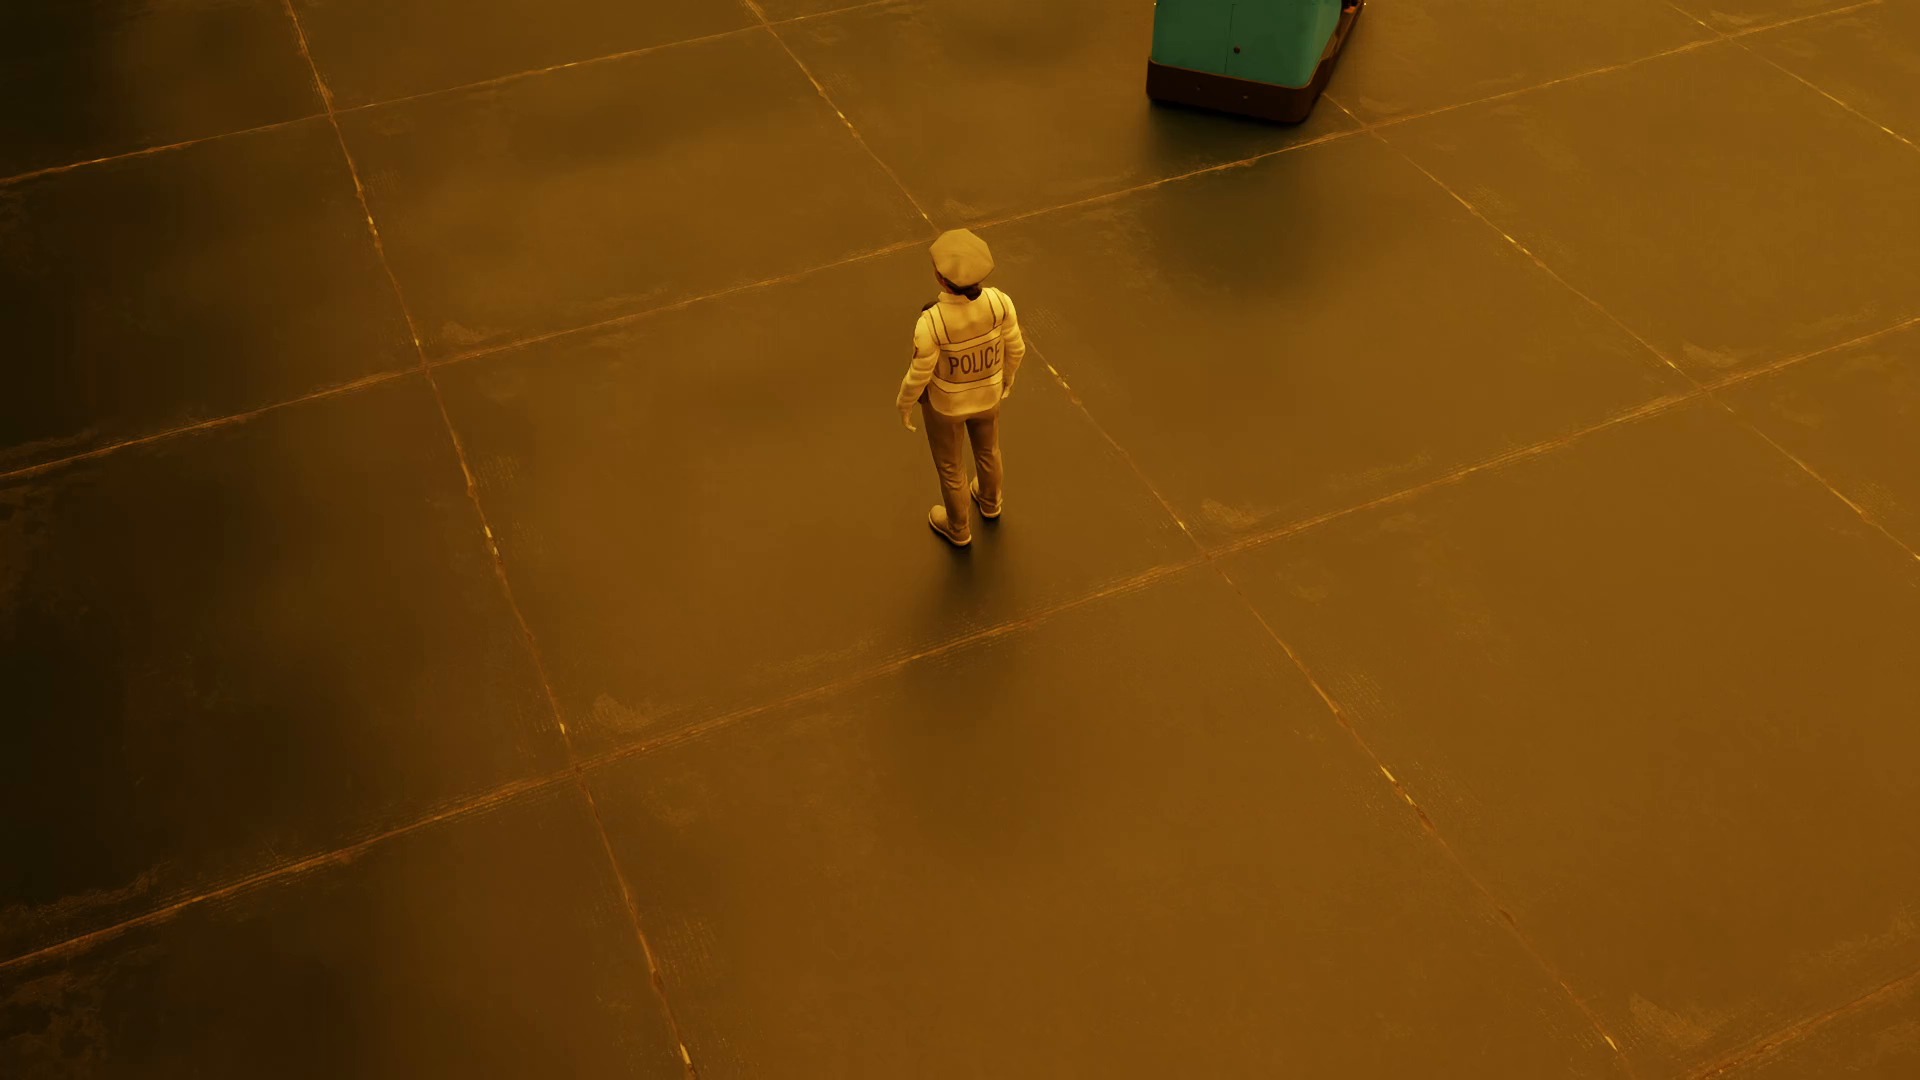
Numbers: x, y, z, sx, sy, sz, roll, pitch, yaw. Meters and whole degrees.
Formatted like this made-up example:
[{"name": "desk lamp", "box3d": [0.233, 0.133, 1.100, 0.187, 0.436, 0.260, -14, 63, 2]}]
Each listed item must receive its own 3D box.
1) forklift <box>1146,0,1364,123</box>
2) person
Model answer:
[{"name": "forklift", "box3d": [2.221, -4.739, 10.758, 1.130, 2.935, 3.031, 15, 45, 15]}, {"name": "person", "box3d": [-0.022, -0.669, 7.293, 0.586, 1.694, 0.530, -18, 46, -18]}]
